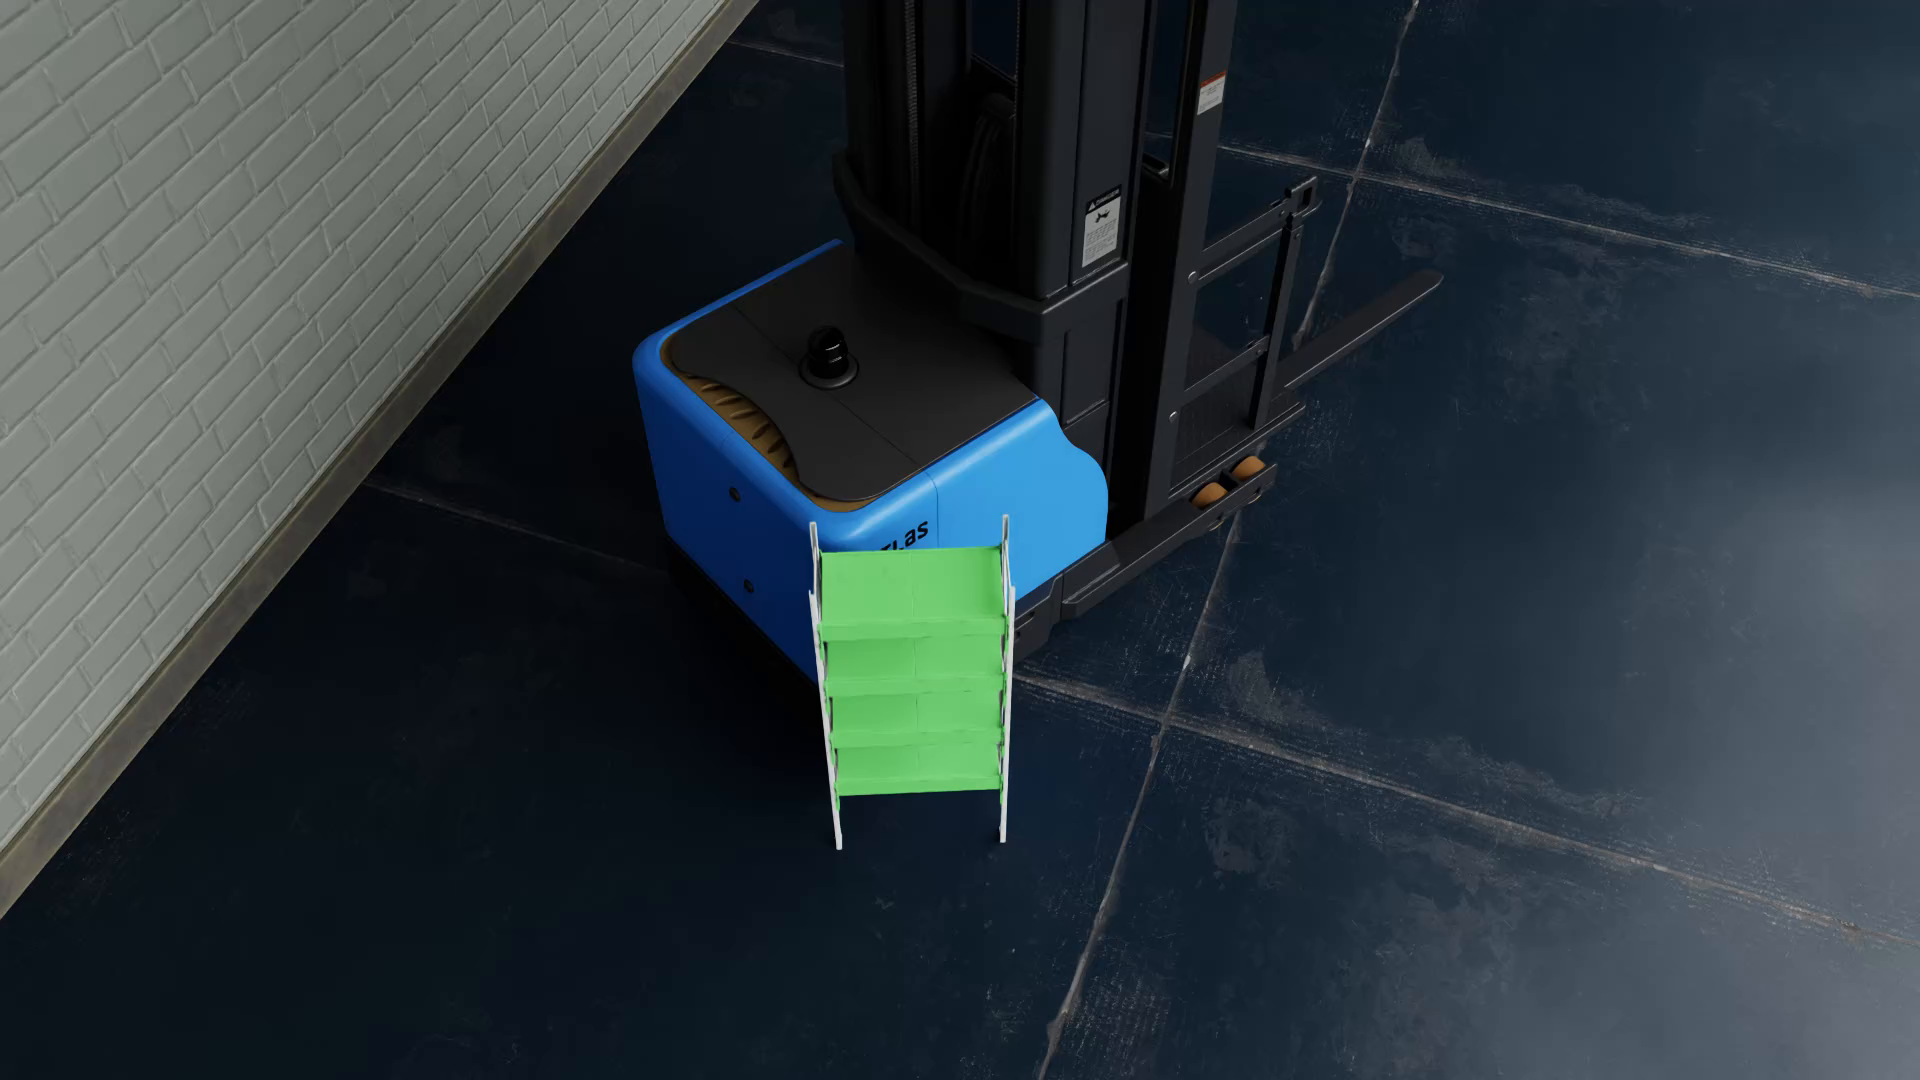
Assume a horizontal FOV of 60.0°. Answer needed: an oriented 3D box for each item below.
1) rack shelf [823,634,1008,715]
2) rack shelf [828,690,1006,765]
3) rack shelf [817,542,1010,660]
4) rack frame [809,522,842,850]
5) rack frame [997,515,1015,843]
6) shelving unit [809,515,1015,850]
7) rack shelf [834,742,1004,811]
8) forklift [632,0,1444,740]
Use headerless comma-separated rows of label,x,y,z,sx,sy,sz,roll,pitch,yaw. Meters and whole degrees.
rack shelf,-0.122,0.314,4.451,0.480,0.148,0.258,-2,49,-2
rack shelf,-0.122,0.471,4.632,0.480,0.148,0.258,-2,49,-2
rack shelf,-0.122,0.156,4.270,0.480,0.148,0.258,-2,49,-2
rack frame,-0.366,0.438,4.576,0.015,1.200,0.240,-2,49,-2
rack frame,0.122,0.420,4.592,0.015,1.200,0.240,-2,49,-2
shelving unit,-0.122,0.429,4.584,0.503,1.200,0.258,-2,49,-2
rack shelf,-0.122,0.628,4.814,0.480,0.148,0.258,-2,49,-2
forklift,0.477,-1.268,4.909,3.031,2.935,1.130,-33,57,-25
